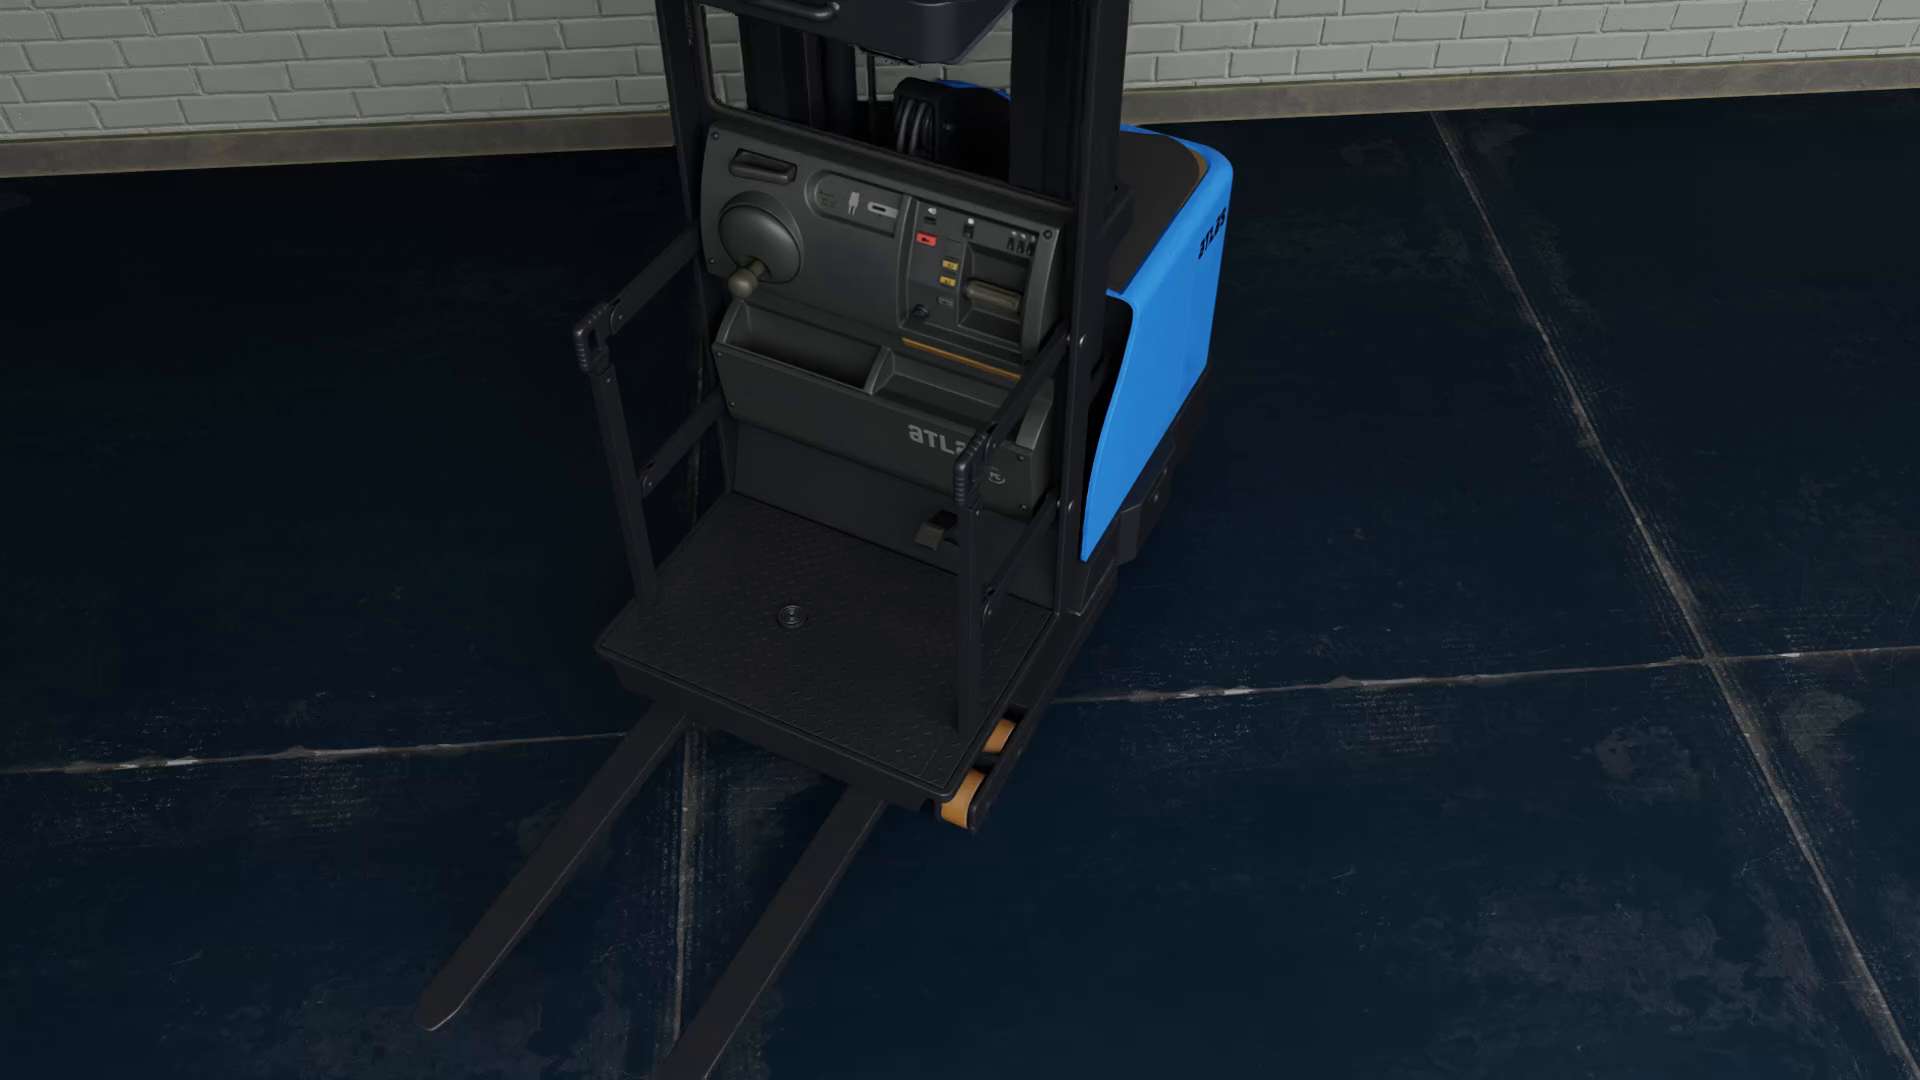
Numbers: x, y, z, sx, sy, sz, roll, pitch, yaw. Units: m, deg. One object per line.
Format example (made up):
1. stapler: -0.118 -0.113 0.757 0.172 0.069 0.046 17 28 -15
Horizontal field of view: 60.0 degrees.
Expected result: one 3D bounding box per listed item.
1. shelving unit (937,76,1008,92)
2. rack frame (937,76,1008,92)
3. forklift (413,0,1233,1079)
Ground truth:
1. shelving unit: 0.010 -1.113 5.684 0.258 0.900 0.210 12 48 11
2. rack frame: 0.039 -1.184 5.751 0.240 0.900 0.006 12 48 11
3. forklift: -0.300 -0.604 3.803 1.130 2.935 3.031 20 50 18
